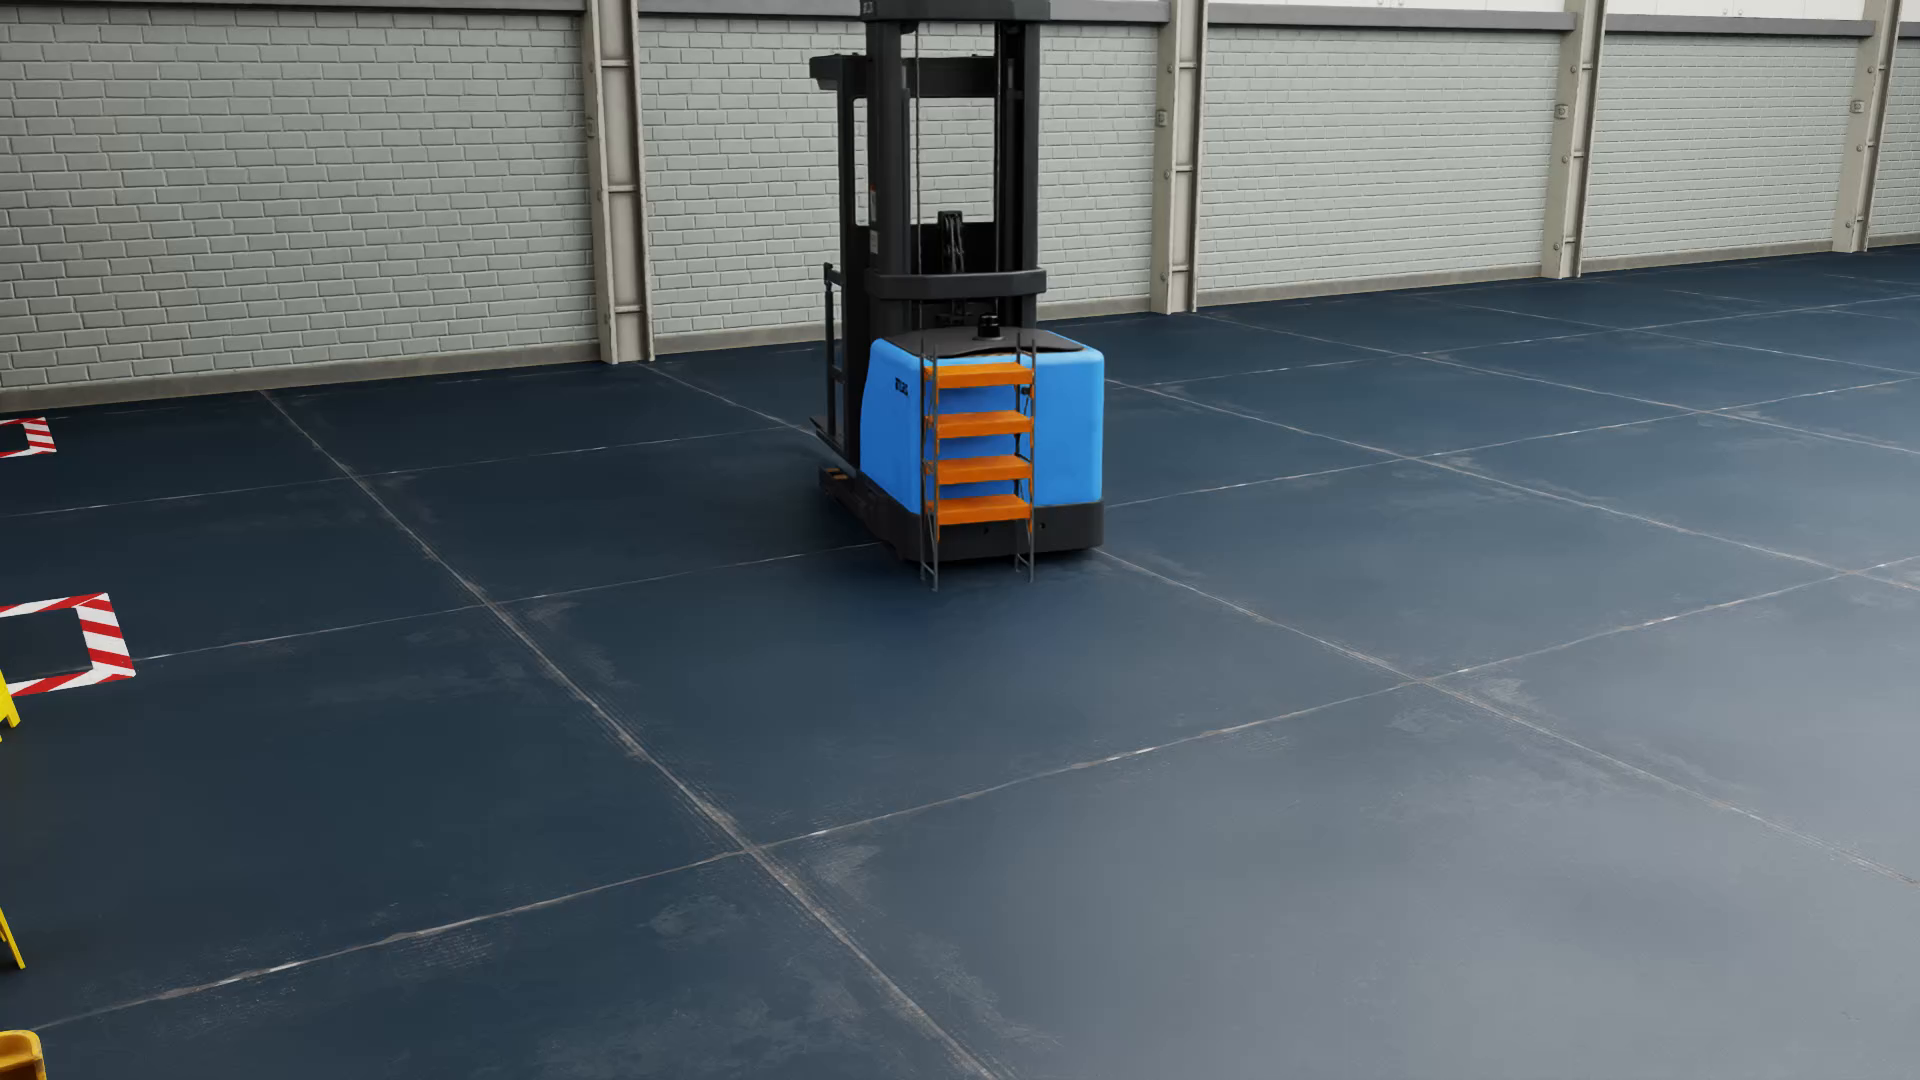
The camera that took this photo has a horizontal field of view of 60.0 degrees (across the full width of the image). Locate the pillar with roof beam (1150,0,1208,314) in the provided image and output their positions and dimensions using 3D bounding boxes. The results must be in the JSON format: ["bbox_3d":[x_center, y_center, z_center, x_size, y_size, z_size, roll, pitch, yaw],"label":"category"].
[{"bbox_3d":[4.456,-5.745,12.732,0.400,9.000,9.100,-9,18,-30],"label":"pillar with roof beam"}]

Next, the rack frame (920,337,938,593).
[{"bbox_3d":[-0.149,-0.355,7.951,0.015,1.200,0.240,-5,17,-17],"label":"rack frame"}]

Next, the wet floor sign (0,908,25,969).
[{"bbox_3d":[-2.786,0.878,4.581,0.232,0.644,0.267,-13,20,-39],"label":"wet floor sign"}]

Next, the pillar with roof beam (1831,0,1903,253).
[{"bbox_3d":[14.742,-7.413,18.682,0.400,9.000,9.100,-9,18,-30],"label":"pillar with roof beam"}]

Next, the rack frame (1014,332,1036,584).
[{"bbox_3d":[0.315,-0.395,8.095,0.015,1.200,0.240,-5,17,-17],"label":"rack frame"}]

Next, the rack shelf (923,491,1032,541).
[{"bbox_3d":[0.083,-0.119,8.095,0.480,0.148,0.258,-5,17,-17],"label":"rack shelf"}]

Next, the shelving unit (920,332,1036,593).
[{"bbox_3d":[0.083,-0.375,8.023,0.503,1.200,0.258,-5,17,-17],"label":"shelving unit"}]

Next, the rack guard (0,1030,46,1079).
[{"bbox_3d":[-1.770,1.407,2.964,0.348,0.500,1.175,-9,18,-30],"label":"rack guard"}]

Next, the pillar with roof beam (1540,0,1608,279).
[{"bbox_3d":[9.599,-6.579,15.707,0.400,9.000,9.100,-9,18,-30],"label":"pillar with roof beam"}]

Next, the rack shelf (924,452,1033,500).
[{"bbox_3d":[0.083,-0.310,8.041,0.480,0.148,0.258,-5,17,-17],"label":"rack shelf"}]

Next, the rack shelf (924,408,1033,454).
[{"bbox_3d":[0.083,-0.525,7.980,0.480,0.148,0.258,-5,17,-17],"label":"rack shelf"}]

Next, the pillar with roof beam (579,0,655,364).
[{"bbox_3d":[-0.687,-4.911,9.756,0.400,9.000,9.100,-9,18,-30],"label":"pillar with roof beam"}]

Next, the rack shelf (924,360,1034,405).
[{"bbox_3d":[0.083,-0.753,7.916,0.480,0.148,0.258,-5,17,-17],"label":"rack shelf"}]

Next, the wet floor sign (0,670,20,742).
[{"bbox_3d":[-3.713,0.430,6.179,0.232,0.644,0.267,-3,16,-11],"label":"wet floor sign"}]

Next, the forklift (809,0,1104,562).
[{"bbox_3d":[-0.200,-1.655,9.384,1.130,2.935,3.031,-5,16,-17],"label":"forklift"}]
